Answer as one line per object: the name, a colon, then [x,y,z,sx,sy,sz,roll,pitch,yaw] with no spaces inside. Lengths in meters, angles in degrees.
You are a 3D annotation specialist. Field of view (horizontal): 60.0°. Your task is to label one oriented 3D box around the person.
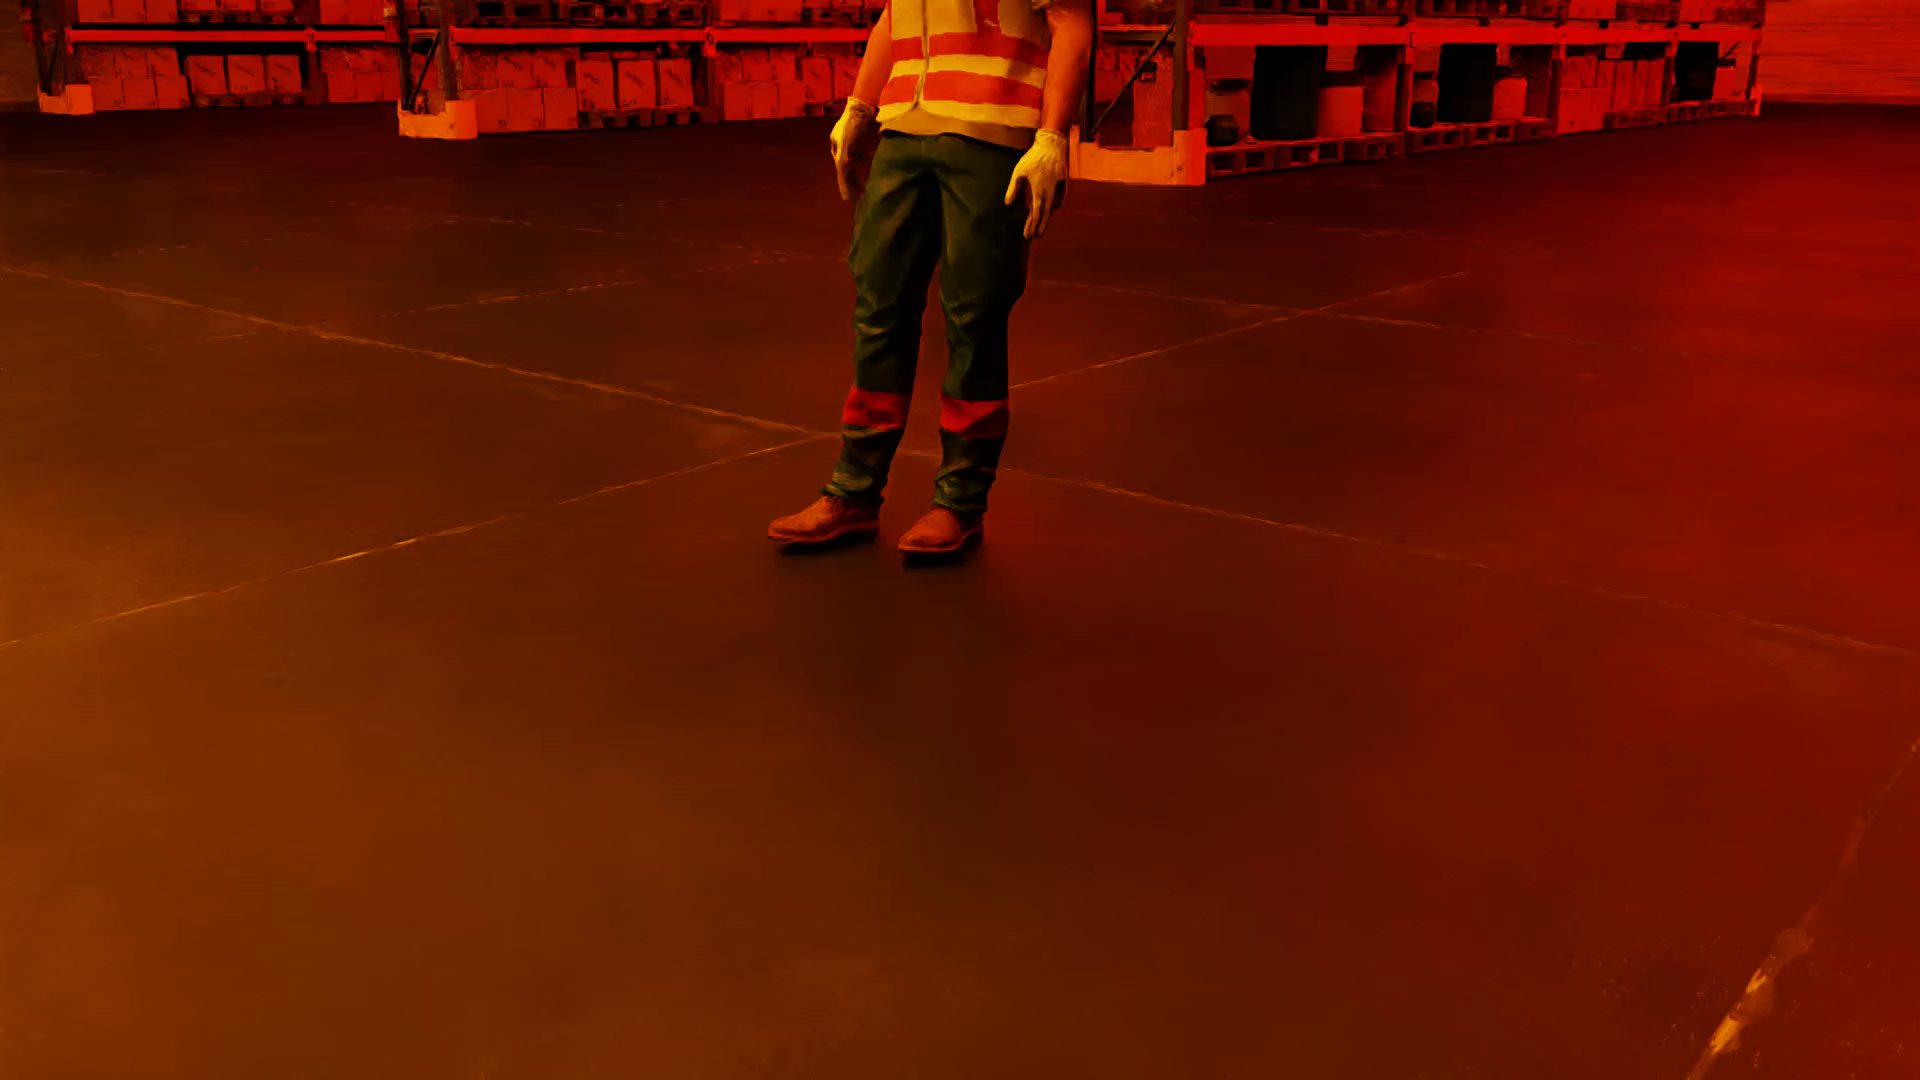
person: [-0.060,-0.847,3.627,0.637,1.787,0.563,13,21,37]
